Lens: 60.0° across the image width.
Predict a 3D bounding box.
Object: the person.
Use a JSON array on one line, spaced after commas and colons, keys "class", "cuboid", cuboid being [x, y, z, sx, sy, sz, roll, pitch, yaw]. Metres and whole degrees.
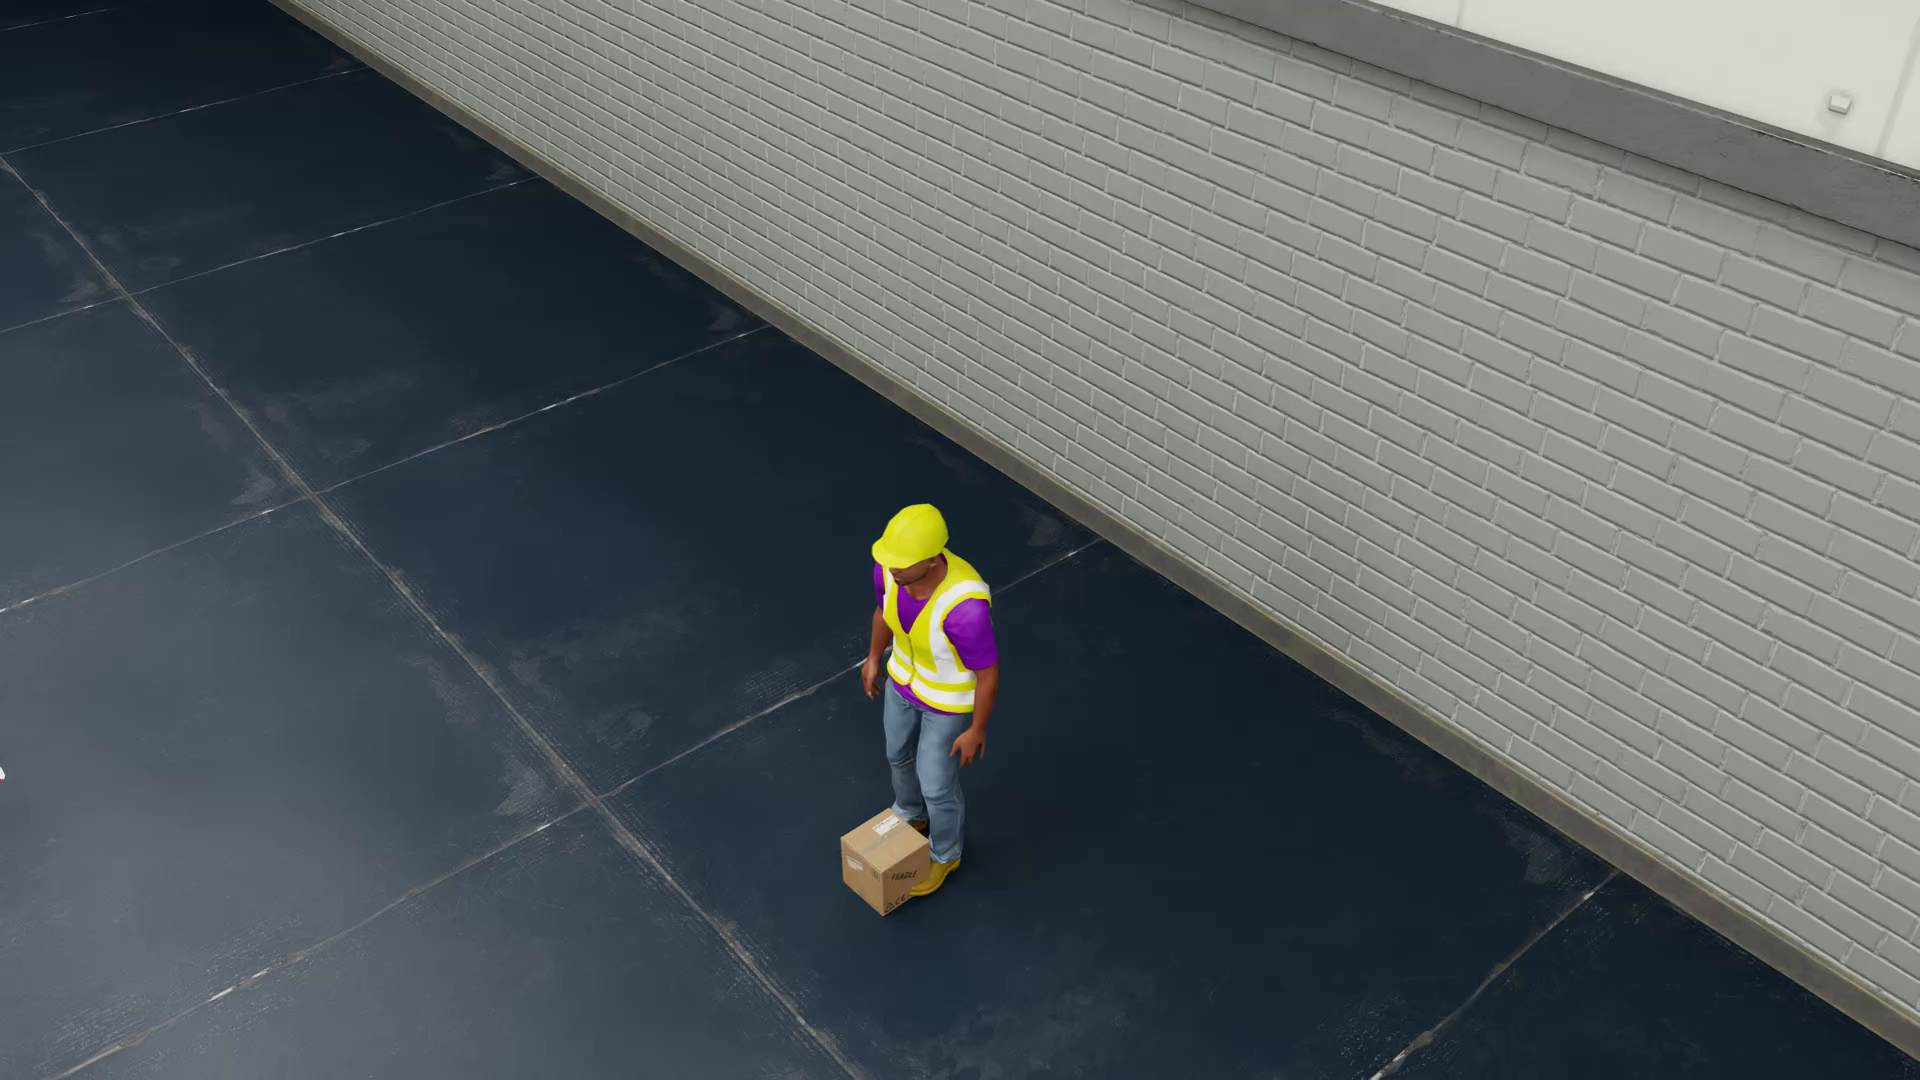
[{"class": "person", "cuboid": [-0.124, 0.575, 6.263, 0.458, 1.761, 0.638, -28, 44, -33]}]
